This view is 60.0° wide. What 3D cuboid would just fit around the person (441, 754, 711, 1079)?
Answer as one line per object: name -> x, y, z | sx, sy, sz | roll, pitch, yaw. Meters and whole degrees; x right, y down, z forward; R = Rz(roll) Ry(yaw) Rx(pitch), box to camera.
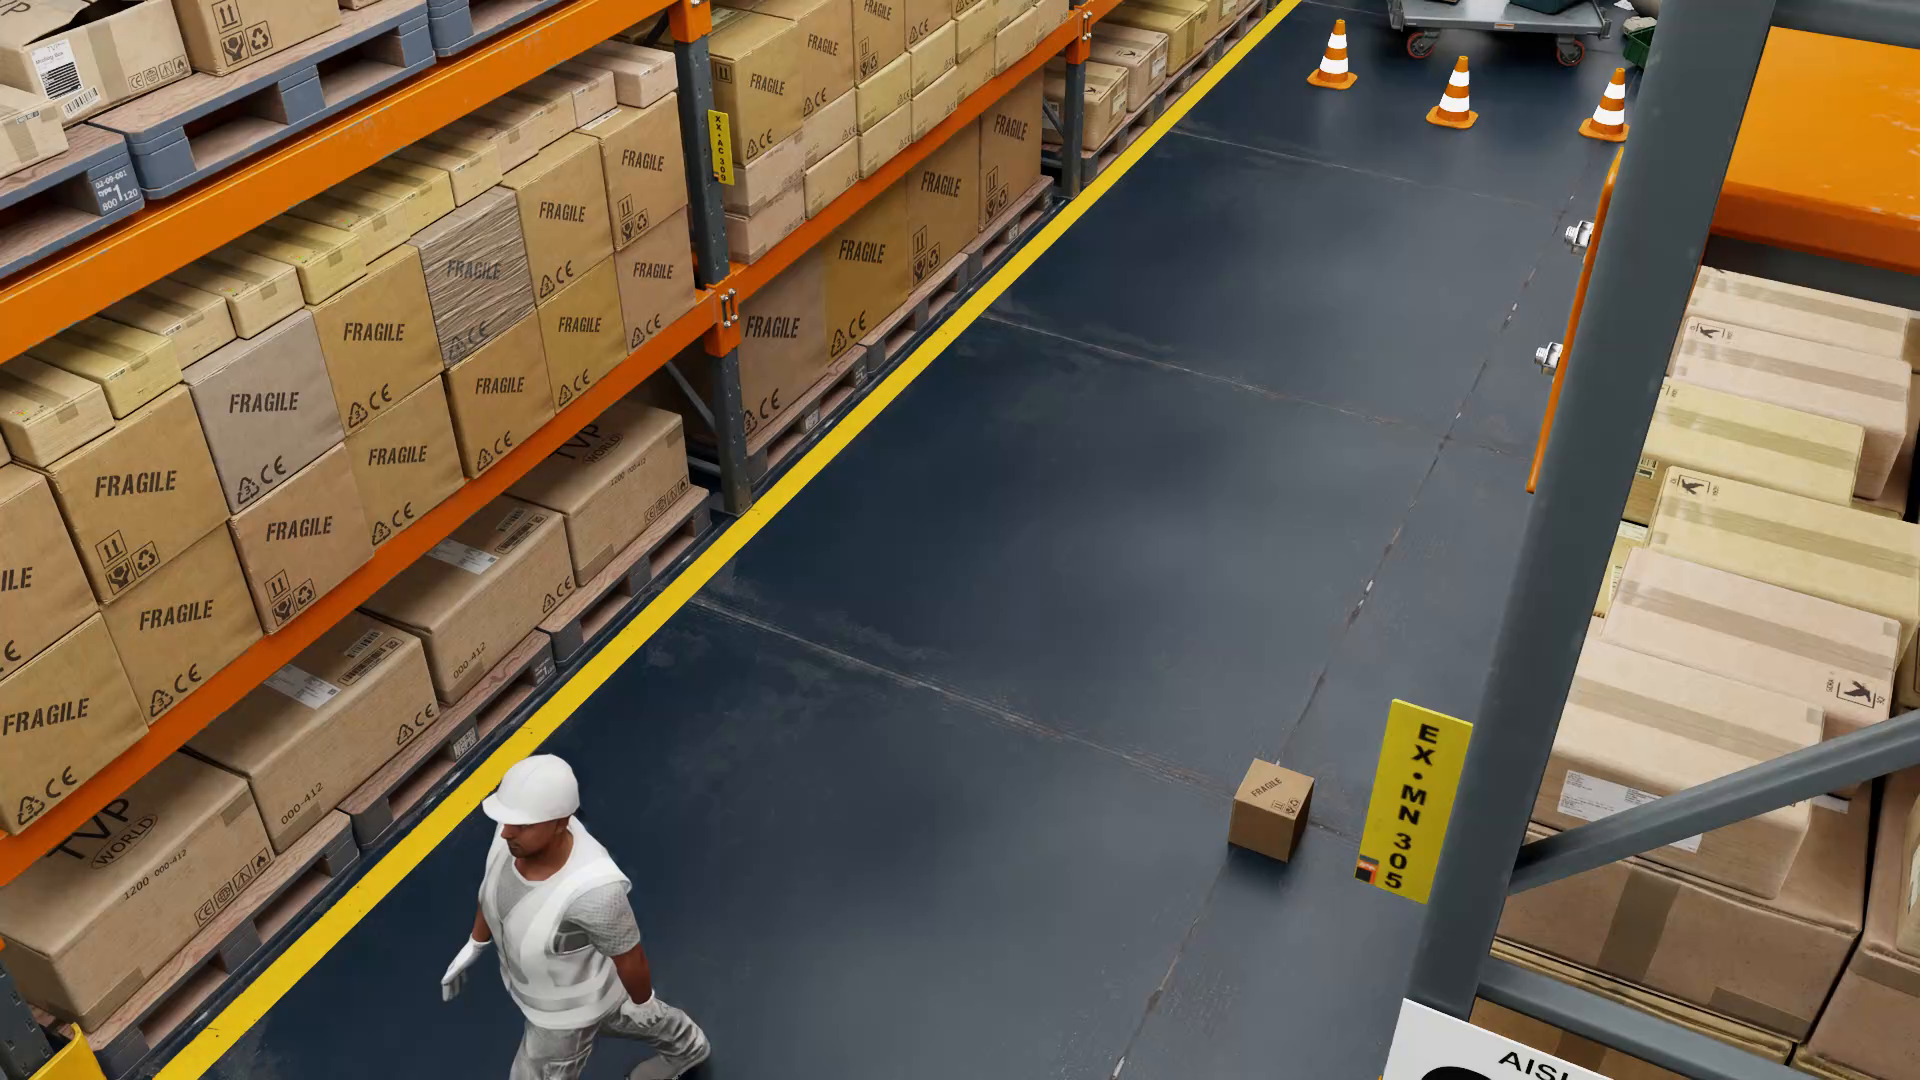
person -> -1.254, 1.334, 5.001 | 1.037, 1.735, 0.545 | -24, 44, -28
